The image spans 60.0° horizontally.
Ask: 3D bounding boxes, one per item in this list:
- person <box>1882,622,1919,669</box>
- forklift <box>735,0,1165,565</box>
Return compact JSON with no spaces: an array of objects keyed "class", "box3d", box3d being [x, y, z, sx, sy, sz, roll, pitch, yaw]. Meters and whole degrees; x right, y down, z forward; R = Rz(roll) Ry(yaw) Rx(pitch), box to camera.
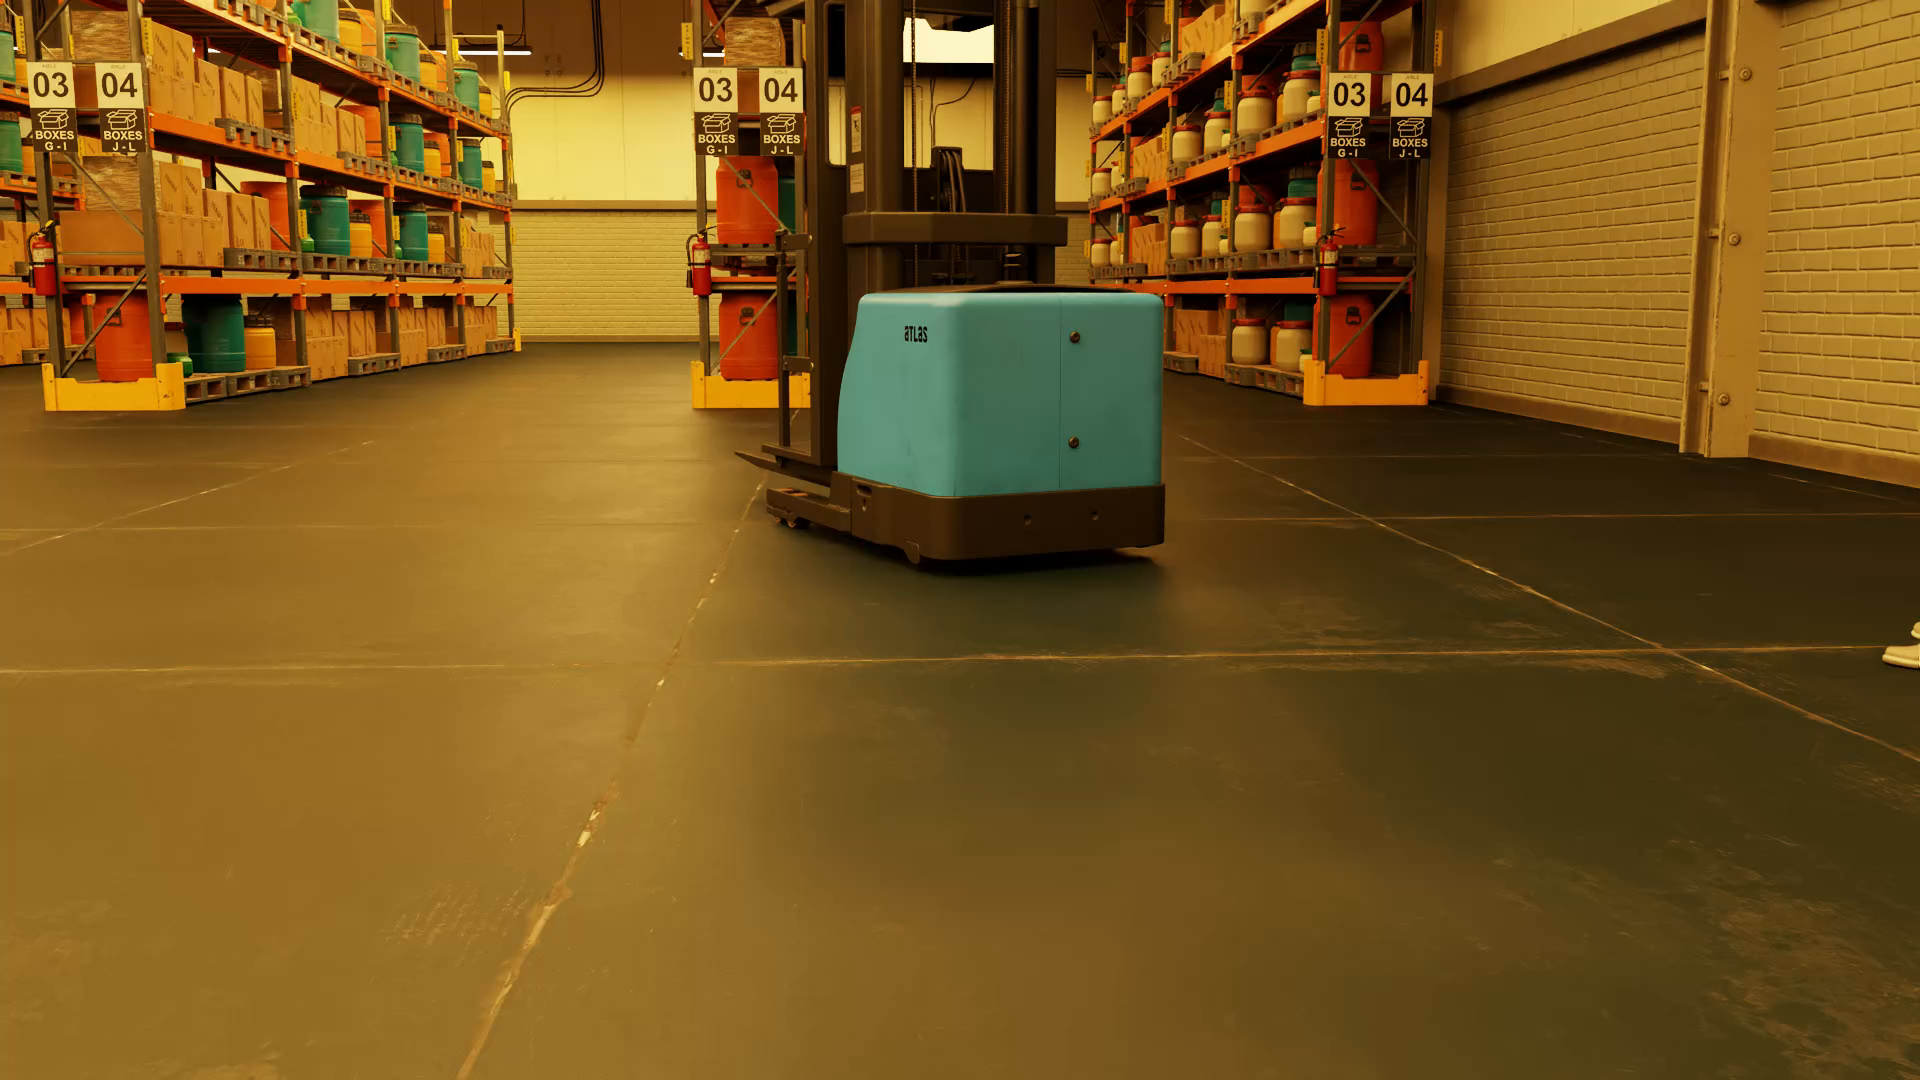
[{"class":"person","box3d":[3.003,-0.471,4.854,0.436,1.666,0.633,8,12,43]},{"class":"forklift","box3d":[-0.264,-1.530,7.637,1.130,2.935,3.031,-4,9,-25]}]
